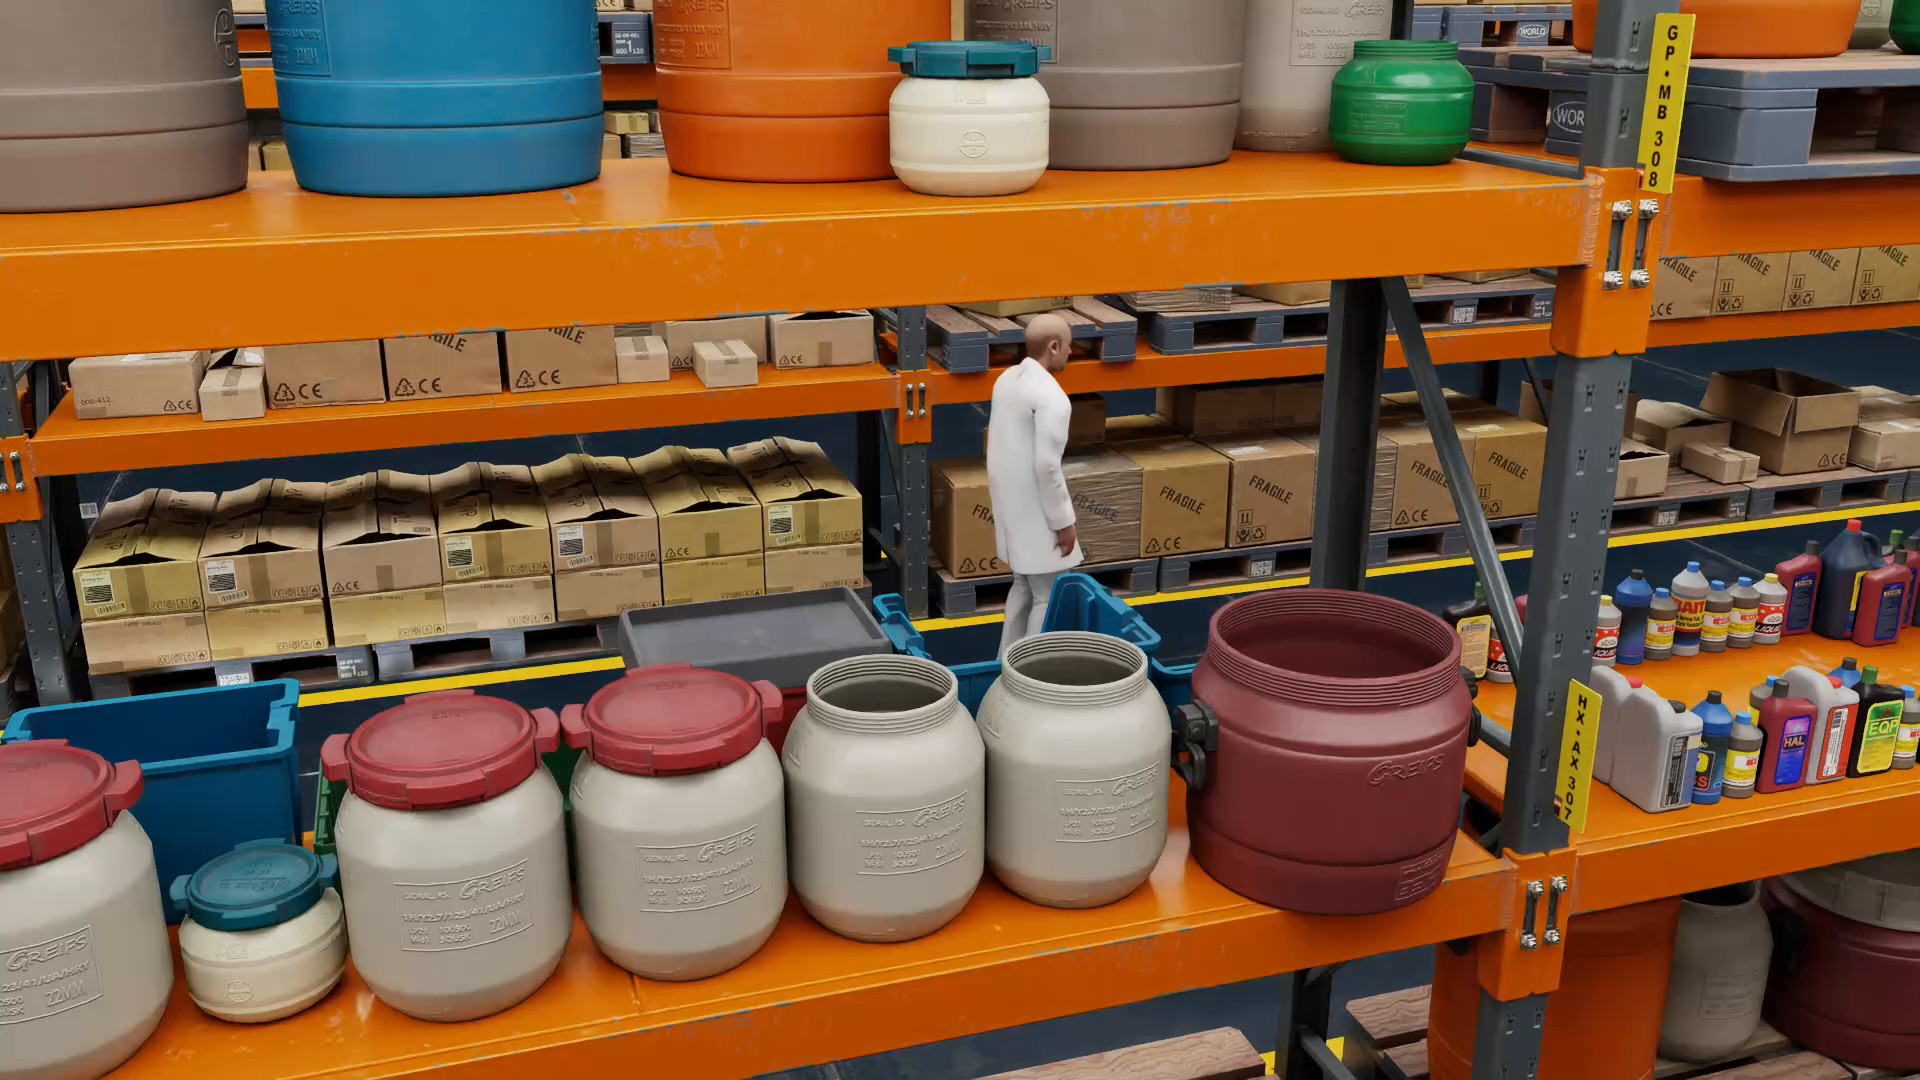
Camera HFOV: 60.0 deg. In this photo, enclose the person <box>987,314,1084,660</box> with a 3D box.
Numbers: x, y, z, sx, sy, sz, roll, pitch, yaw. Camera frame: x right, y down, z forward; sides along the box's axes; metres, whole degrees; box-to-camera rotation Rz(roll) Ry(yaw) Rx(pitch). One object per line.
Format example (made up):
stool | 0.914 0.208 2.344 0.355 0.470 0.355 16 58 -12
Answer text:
person | 0.347 -0.130 7.469 0.432 1.772 0.643 -7 20 -20
